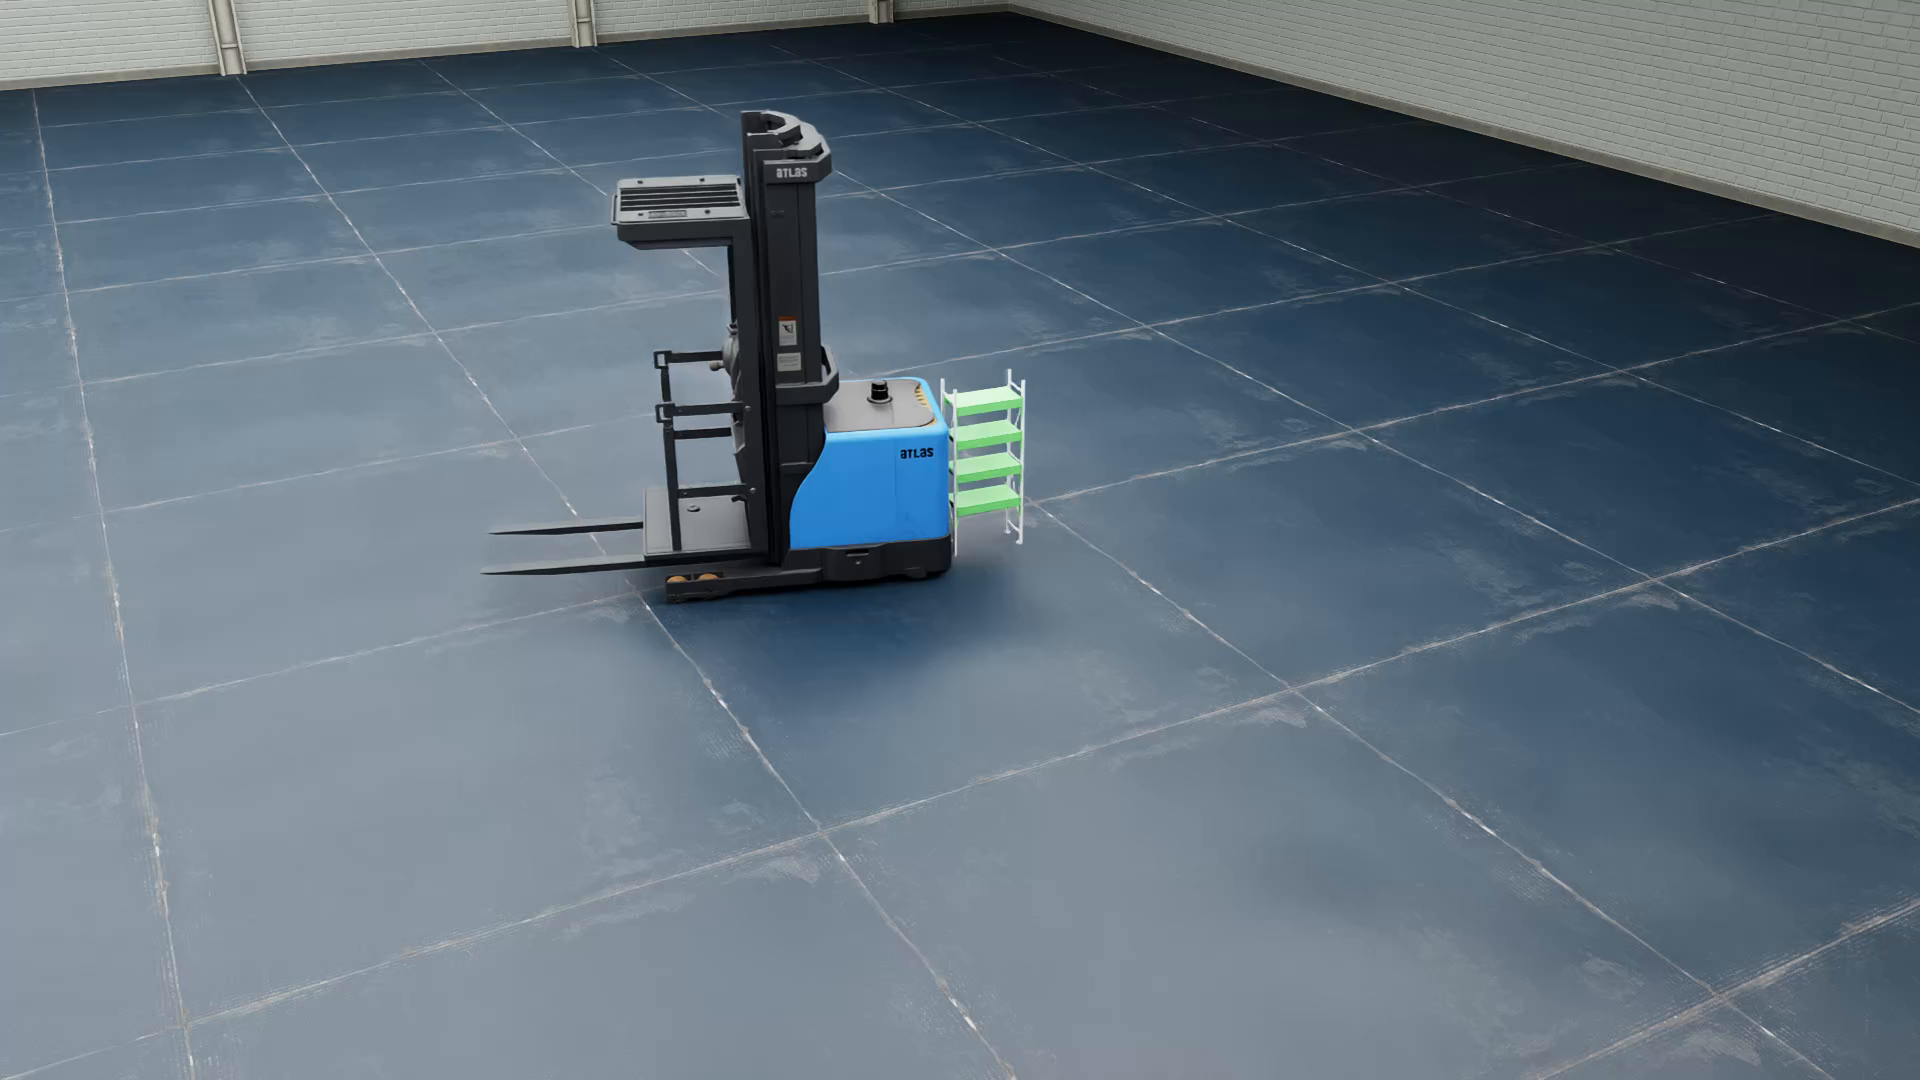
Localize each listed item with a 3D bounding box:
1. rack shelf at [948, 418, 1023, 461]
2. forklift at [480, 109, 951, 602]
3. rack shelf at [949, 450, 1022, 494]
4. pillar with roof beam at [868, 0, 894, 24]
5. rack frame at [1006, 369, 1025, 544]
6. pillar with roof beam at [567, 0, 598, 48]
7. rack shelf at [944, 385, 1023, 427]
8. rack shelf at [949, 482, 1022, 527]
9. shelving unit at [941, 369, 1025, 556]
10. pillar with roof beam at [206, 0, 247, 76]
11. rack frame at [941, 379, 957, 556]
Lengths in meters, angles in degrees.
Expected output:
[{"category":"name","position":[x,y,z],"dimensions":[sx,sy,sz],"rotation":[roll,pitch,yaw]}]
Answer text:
[{"category":"rack shelf","position":[0.152,-0.677,11.169],"dimensions":[0.480,0.148,0.258],"rotation":[-10,27,-20]},{"category":"forklift","position":[-1.626,-1.167,10.596],"dimensions":[3.031,2.935,1.130],"rotation":[-4,26,-9]},{"category":"rack shelf","position":[0.152,-0.461,11.273],"dimensions":[0.480,0.148,0.258],"rotation":[-10,27,-20]},{"category":"pillar with roof beam","position":[0.467,-12.659,27.522],"dimensions":[0.400,9.000,9.100],"rotation":[-13,29,-25]},{"category":"rack frame","position":[0.377,-0.559,11.330],"dimensions":[0.015,1.200,0.240],"rotation":[-10,27,-20]},{"category":"pillar with roof beam","position":[-4.827,-11.437,24.977],"dimensions":[0.400,9.000,9.100],"rotation":[-13,29,-25]},{"category":"rack shelf","position":[0.152,-0.893,11.065],"dimensions":[0.480,0.148,0.258],"rotation":[-10,27,-20]},{"category":"rack shelf","position":[0.152,-0.244,11.377],"dimensions":[0.480,0.148,0.258],"rotation":[-10,27,-20]},{"category":"shelving unit","position":[0.152,-0.518,11.245],"dimensions":[0.503,1.200,0.258],"rotation":[-10,27,-20]},{"category":"pillar with roof beam","position":[-10.121,-10.215,22.432],"dimensions":[0.400,9.000,9.100],"rotation":[-13,29,-25]},{"category":"rack frame","position":[-0.073,-0.478,11.161],"dimensions":[0.015,1.200,0.240],"rotation":[-10,27,-20]}]
